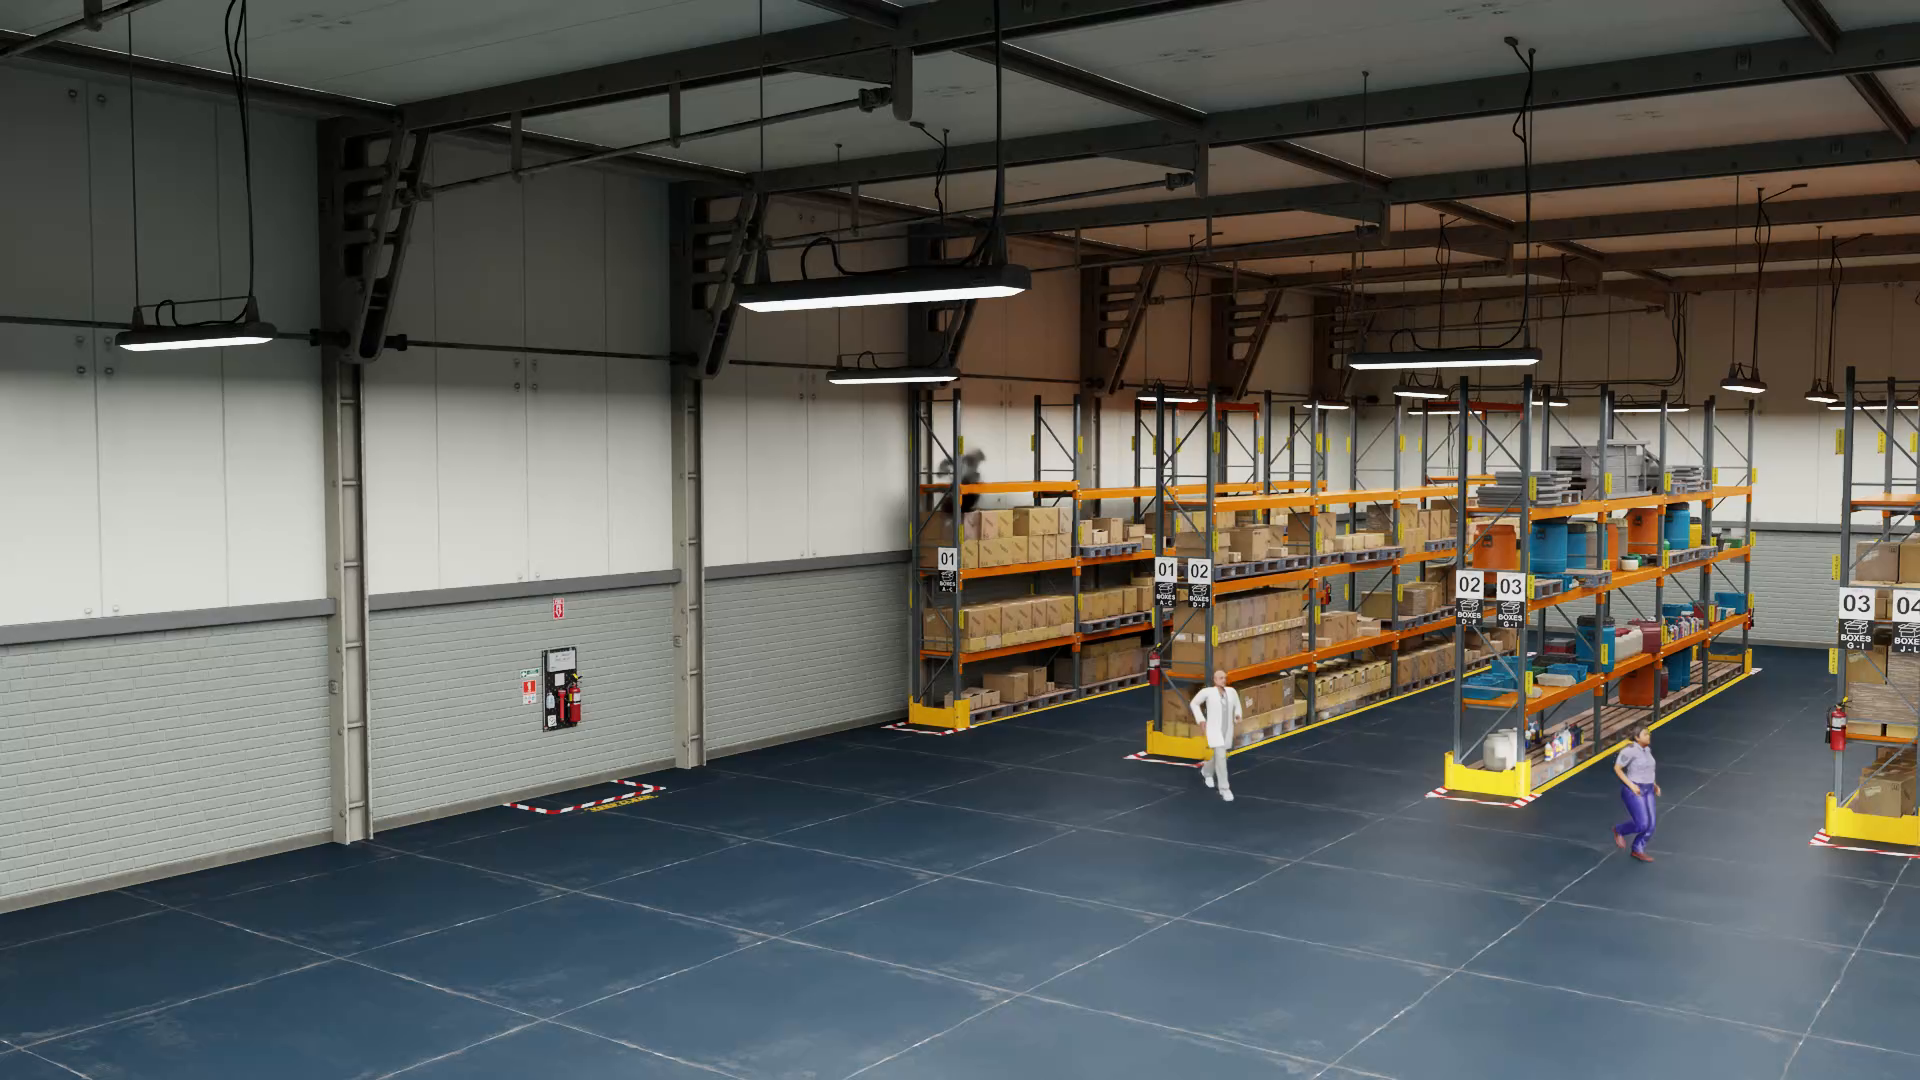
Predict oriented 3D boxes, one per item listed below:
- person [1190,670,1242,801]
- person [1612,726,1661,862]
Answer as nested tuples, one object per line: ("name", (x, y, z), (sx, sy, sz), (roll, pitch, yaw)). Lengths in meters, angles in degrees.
("person", (3.702, 2.762, 23.820), (0.712, 1.787, 0.993), (-1, 4, -23))
("person", (8.184, 3.060, 20.149), (0.602, 1.617, 0.538), (-2, 4, -32))
